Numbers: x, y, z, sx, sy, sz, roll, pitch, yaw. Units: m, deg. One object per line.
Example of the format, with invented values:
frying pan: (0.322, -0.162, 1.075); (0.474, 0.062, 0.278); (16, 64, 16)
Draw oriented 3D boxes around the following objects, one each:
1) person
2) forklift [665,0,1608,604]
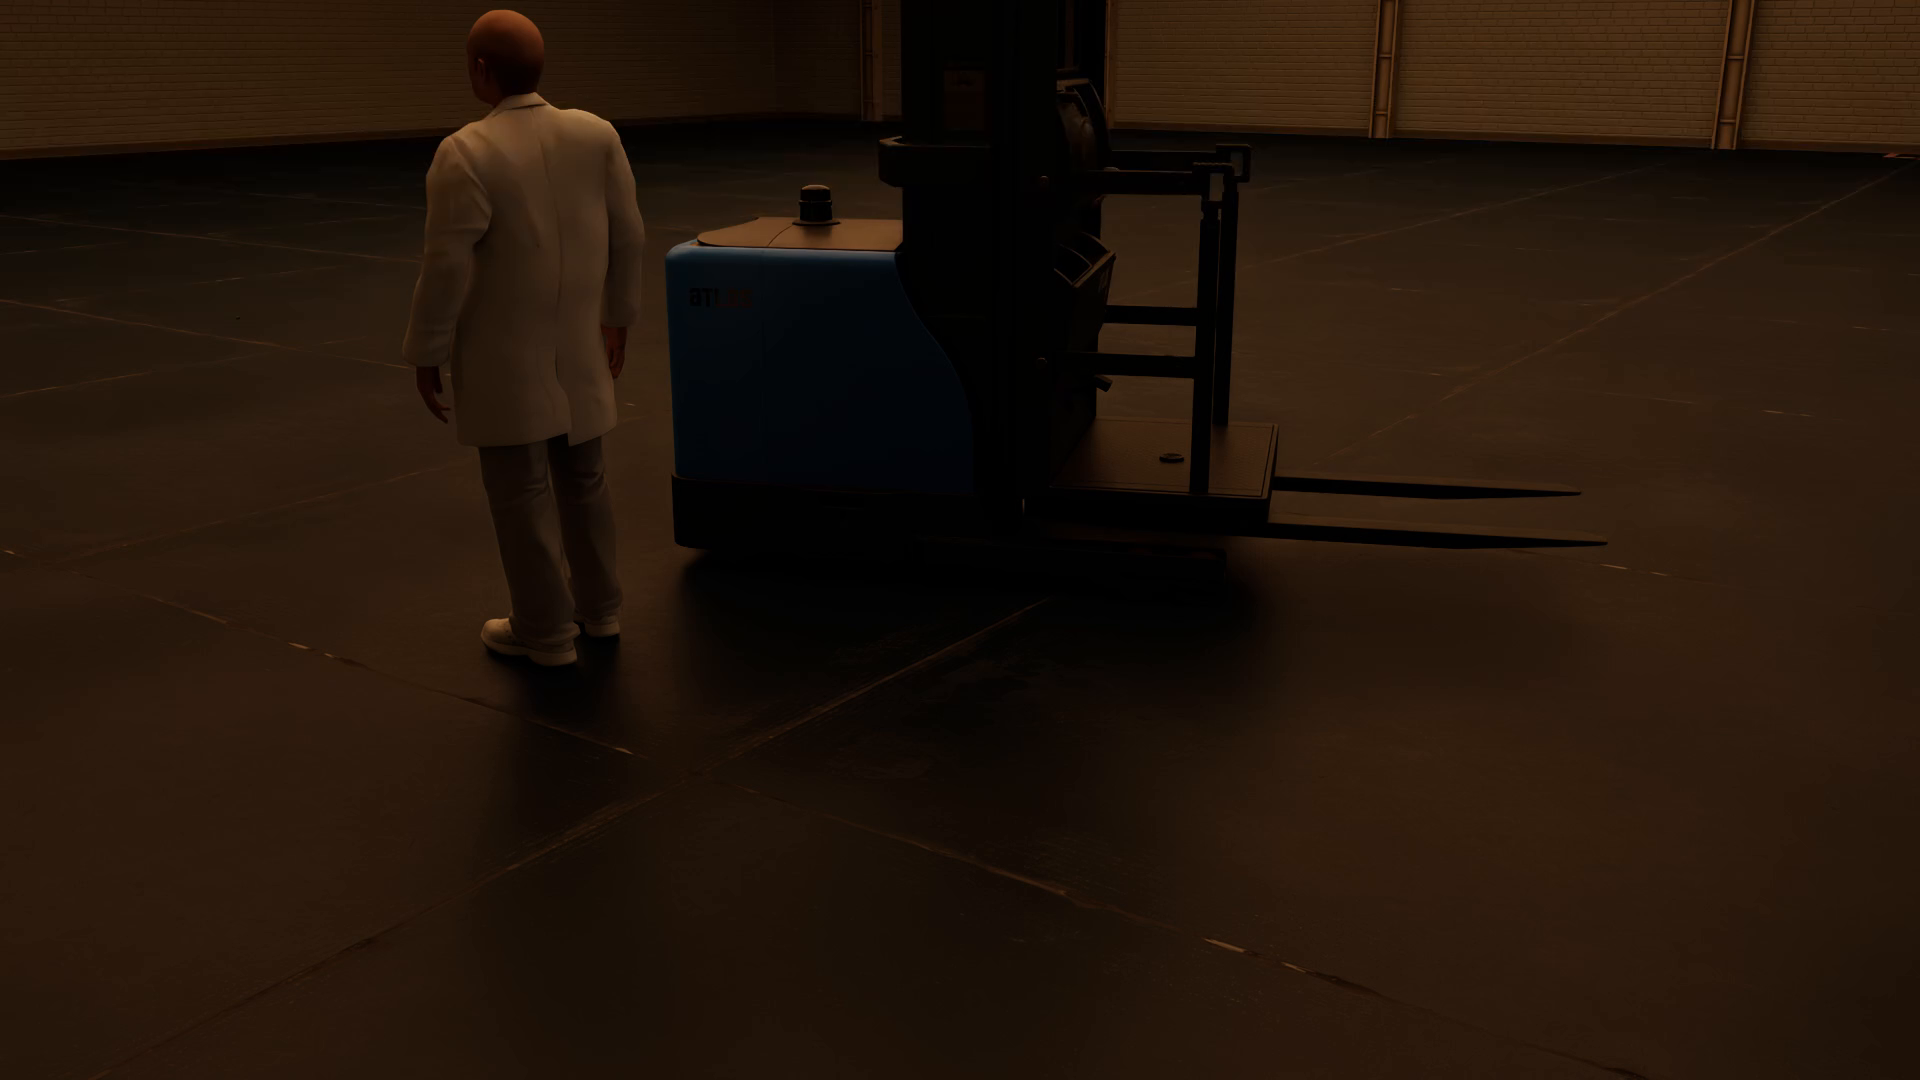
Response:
person: (-1.231, -0.530, 4.591); (0.695, 1.776, 0.580); (-15, 22, -41)
forklift: (0.595, -1.367, 5.404); (3.031, 2.935, 1.130); (4, 17, 12)
